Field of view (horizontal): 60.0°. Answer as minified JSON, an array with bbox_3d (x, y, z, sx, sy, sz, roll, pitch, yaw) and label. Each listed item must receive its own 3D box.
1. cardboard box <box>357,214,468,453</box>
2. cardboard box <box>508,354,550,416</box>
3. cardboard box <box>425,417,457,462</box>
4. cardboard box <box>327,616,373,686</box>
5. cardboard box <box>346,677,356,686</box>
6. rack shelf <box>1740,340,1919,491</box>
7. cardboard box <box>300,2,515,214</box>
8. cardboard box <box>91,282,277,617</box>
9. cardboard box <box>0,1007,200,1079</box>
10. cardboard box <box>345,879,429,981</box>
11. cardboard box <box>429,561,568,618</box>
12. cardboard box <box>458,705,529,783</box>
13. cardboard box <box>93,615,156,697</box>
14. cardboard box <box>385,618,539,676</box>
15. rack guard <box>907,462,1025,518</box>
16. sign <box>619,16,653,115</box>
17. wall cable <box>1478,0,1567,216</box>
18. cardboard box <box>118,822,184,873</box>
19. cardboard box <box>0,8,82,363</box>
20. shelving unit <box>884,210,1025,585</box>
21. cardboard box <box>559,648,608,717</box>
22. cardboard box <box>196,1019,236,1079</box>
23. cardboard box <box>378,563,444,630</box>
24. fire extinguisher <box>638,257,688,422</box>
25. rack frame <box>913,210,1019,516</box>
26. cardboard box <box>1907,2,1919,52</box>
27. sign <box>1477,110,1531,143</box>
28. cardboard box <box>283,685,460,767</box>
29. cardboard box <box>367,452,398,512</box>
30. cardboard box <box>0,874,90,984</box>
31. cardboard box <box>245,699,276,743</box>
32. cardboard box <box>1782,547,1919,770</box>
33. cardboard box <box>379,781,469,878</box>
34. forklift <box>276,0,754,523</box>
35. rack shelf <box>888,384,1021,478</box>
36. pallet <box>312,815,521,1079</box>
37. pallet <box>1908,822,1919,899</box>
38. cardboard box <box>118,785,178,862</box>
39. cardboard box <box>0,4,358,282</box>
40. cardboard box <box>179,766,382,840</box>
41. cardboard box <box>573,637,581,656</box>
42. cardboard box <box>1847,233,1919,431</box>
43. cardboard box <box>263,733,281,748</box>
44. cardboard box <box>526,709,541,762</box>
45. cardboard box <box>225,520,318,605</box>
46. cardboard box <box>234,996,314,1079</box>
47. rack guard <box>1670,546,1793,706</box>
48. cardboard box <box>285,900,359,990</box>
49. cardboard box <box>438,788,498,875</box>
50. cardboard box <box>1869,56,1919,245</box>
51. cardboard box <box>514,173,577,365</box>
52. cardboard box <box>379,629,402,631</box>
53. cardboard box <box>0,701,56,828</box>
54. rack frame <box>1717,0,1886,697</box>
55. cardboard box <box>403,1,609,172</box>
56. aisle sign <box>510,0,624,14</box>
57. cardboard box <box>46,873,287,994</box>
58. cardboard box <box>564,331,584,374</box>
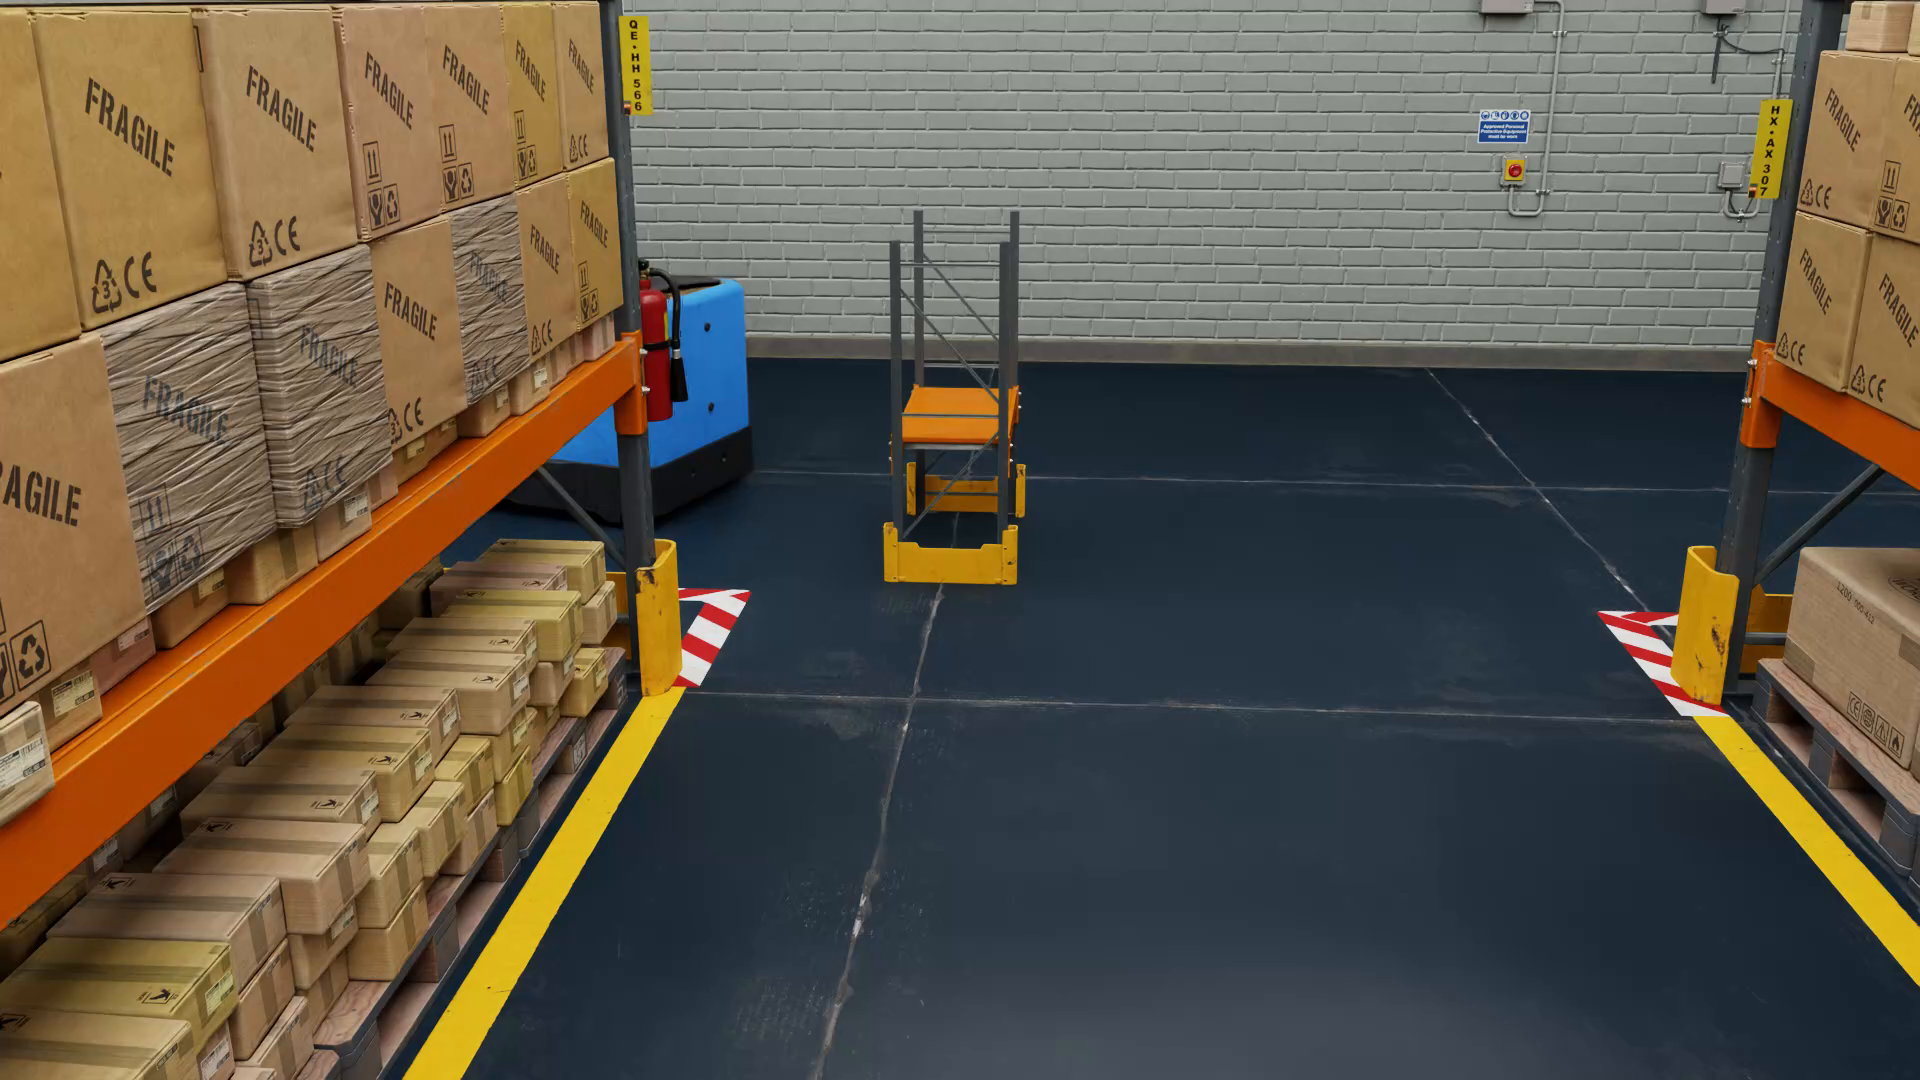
[{"bbox_3d":[-1.547,-0.506,4.013,0.500,0.500,0.500,2,18,7],"label":"cardboard box"},{"bbox_3d":[-1.451,-0.474,4.954,0.380,0.149,0.250,2,18,5],"label":"cardboard box"},{"bbox_3d":[-1.578,-0.310,4.455,0.380,0.149,0.250,1,18,2],"label":"cardboard box"},{"bbox_3d":[-2.014,0.335,5.031,0.380,0.149,0.250,0,18,1],"label":"cardboard box"},{"bbox_3d":[-2.082,0.475,5.082,0.380,0.149,0.250,2,18,6],"label":"cardboard box"},{"bbox_3d":[3.144,0.107,3.934,1.077,0.370,4.000,1,18,4],"label":"rack shelf"},{"bbox_3d":[-1.506,-1.132,4.317,0.500,0.500,0.500,2,18,7],"label":"cardboard box"},{"bbox_3d":[-1.628,-0.183,3.027,0.500,0.500,0.500,1,18,4],"label":"cardboard box"},{"bbox_3d":[-1.633,0.993,3.023,0.380,0.149,0.250,2,18,7],"label":"cardboard box"},{"bbox_3d":[-1.544,0.953,4.102,0.380,0.149,0.250,1,18,2],"label":"cardboard box"},{"bbox_3d":[-1.517,0.184,5.491,0.380,0.149,0.250,2,18,5],"label":"cardboard box"},{"bbox_3d":[-1.470,0.572,4.787,0.380,0.149,0.250,2,18,5],"label":"cardboard box"},{"bbox_3d":[-1.686,0.180,2.959,0.380,0.149,0.250,0,18,1],"label":"cardboard box"},{"bbox_3d":[-1.491,0.347,4.996,0.380,0.149,0.250,1,18,2],"label":"cardboard box"},{"bbox_3d":[0.030,-0.250,8.284,0.587,0.250,0.087,1,18,4],"label":"rack guard"},{"bbox_3d":[-1.105,-1.617,5.673,0.100,0.325,0.005,1,18,4],"label":"sign"},{"bbox_3d":[3.669,-3.105,10.901,0.585,1.953,0.123,1,18,4],"label":"wall cable"},{"bbox_3d":[-2.075,0.810,4.059,0.380,0.149,0.250,0,18,1],"label":"cardboard box"},{"bbox_3d":[-1.668,-0.491,2.361,0.500,0.500,0.500,2,18,5],"label":"cardboard box"},{"bbox_3d":[-0.005,-0.689,7.617,0.587,1.500,1.083,1,18,4],"label":"shelving unit"},{"bbox_3d":[-1.404,0.471,5.574,0.380,0.149,0.250,2,18,6],"label":"cardboard box"},{"bbox_3d":[-1.688,1.059,3.301,0.380,0.149,0.250,1,18,4],"label":"cardboard box"},{"bbox_3d":[-1.933,0.181,5.502,0.380,0.149,0.250,2,18,5],"label":"cardboard box"},{"bbox_3d":[-1.178,-0.789,6.236,0.296,0.674,0.183,1,18,4],"label":"fire extinguisher"},{"bbox_3d":[0.030,-0.844,8.090,0.500,1.500,0.032,1,18,4],"label":"rack frame"},{"bbox_3d":[3.038,-1.500,4.874,0.380,0.149,0.250,2,18,5],"label":"cardboard box"},{"bbox_3d":[3.625,-2.756,11.083,0.327,0.218,0.001,1,18,4],"label":"sign"},{"bbox_3d":[-1.584,0.511,4.496,0.380,0.149,0.250,1,18,2],"label":"cardboard box"},{"bbox_3d":[-1.578,-0.148,3.962,0.380,0.149,0.250,2,18,6],"label":"cardboard box"},{"bbox_3d":[-2.092,0.827,3.530,0.380,0.149,0.250,2,18,6],"label":"cardboard box"},{"bbox_3d":[-2.108,0.502,4.522,0.380,0.149,0.250,2,18,5],"label":"cardboard box"},{"bbox_3d":[3.340,0.369,5.419,0.875,0.438,0.875,1,18,2],"label":"cardboard box"},{"bbox_3d":[-1.499,0.737,4.282,0.380,0.149,0.250,1,18,4],"label":"cardboard box"},{"bbox_3d":[-2.664,-1.754,8.569,3.031,2.935,1.130,7,20,22],"label":"forklift"},{"bbox_3d":[-0.006,-0.515,7.665,0.538,0.185,1.000,1,18,4],"label":"rack shelf"},{"bbox_3d":[-1.846,1.043,4.400,1.003,0.211,1.213,1,18,4],"label":"pallet"},{"bbox_3d":[3.218,1.097,4.235,1.003,0.211,1.213,1,18,4],"label":"pallet"},{"bbox_3d":[-2.157,0.657,4.050,0.380,0.149,0.250,1,18,2],"label":"cardboard box"},{"bbox_3d":[-1.579,-0.808,3.329,0.500,0.500,0.500,2,18,5],"label":"cardboard box"},{"bbox_3d":[-1.631,0.668,4.014,0.380,0.149,0.250,1,18,2],"label":"cardboard box"},{"bbox_3d":[-1.482,0.329,5.527,0.380,0.149,0.250,1,18,3],"label":"cardboard box"},{"bbox_3d":[2.959,-0.603,4.785,0.500,0.500,0.500,1,18,3],"label":"cardboard box"},{"bbox_3d":[-1.985,0.645,4.565,0.380,0.149,0.250,2,18,7],"label":"cardboard box"},{"bbox_3d":[-1.513,0.628,5.094,0.380,0.149,0.250,1,18,4],"label":"cardboard box"},{"bbox_3d":[-1.577,0.019,3.451,0.380,0.149,0.250,2,18,5],"label":"cardboard box"},{"bbox_3d":[-1.643,1.116,3.605,0.380,0.149,0.250,1,18,3],"label":"cardboard box"},{"bbox_3d":[3.290,0.325,6.129,1.175,0.500,0.348,1,18,4],"label":"rack guard"},{"bbox_3d":[-1.623,0.890,3.816,0.380,0.149,0.250,2,18,6],"label":"cardboard box"},{"bbox_3d":[-1.509,0.793,4.590,0.380,0.149,0.250,2,18,5],"label":"cardboard box"},{"bbox_3d":[2.939,-1.075,4.620,0.500,0.500,0.500,1,18,2],"label":"cardboard box"},{"bbox_3d":[-1.474,-0.819,4.966,0.500,0.500,0.500,1,18,3],"label":"cardboard box"},{"bbox_3d":[-2.026,0.320,5.556,0.380,0.149,0.250,1,18,4],"label":"cardboard box"},{"bbox_3d":[-1.597,0.346,2.453,0.380,0.149,0.250,2,18,6],"label":"cardboard box"},{"bbox_3d":[3.288,-0.856,5.717,1.000,3.000,0.127,1,18,4],"label":"rack frame"},{"bbox_3d":[-1.441,-1.451,5.291,0.500,0.500,0.500,1,18,3],"label":"cardboard box"},{"bbox_3d":[-1.352,-2.186,5.603,0.394,0.787,0.004,1,18,4],"label":"aisle sign"},{"bbox_3d":[-1.668,0.832,3.515,0.380,0.149,0.250,1,18,2],"label":"cardboard box"},{"bbox_3d":[-1.453,-0.632,5.437,0.380,0.149,0.250,1,18,4],"label":"cardboard box"}]
